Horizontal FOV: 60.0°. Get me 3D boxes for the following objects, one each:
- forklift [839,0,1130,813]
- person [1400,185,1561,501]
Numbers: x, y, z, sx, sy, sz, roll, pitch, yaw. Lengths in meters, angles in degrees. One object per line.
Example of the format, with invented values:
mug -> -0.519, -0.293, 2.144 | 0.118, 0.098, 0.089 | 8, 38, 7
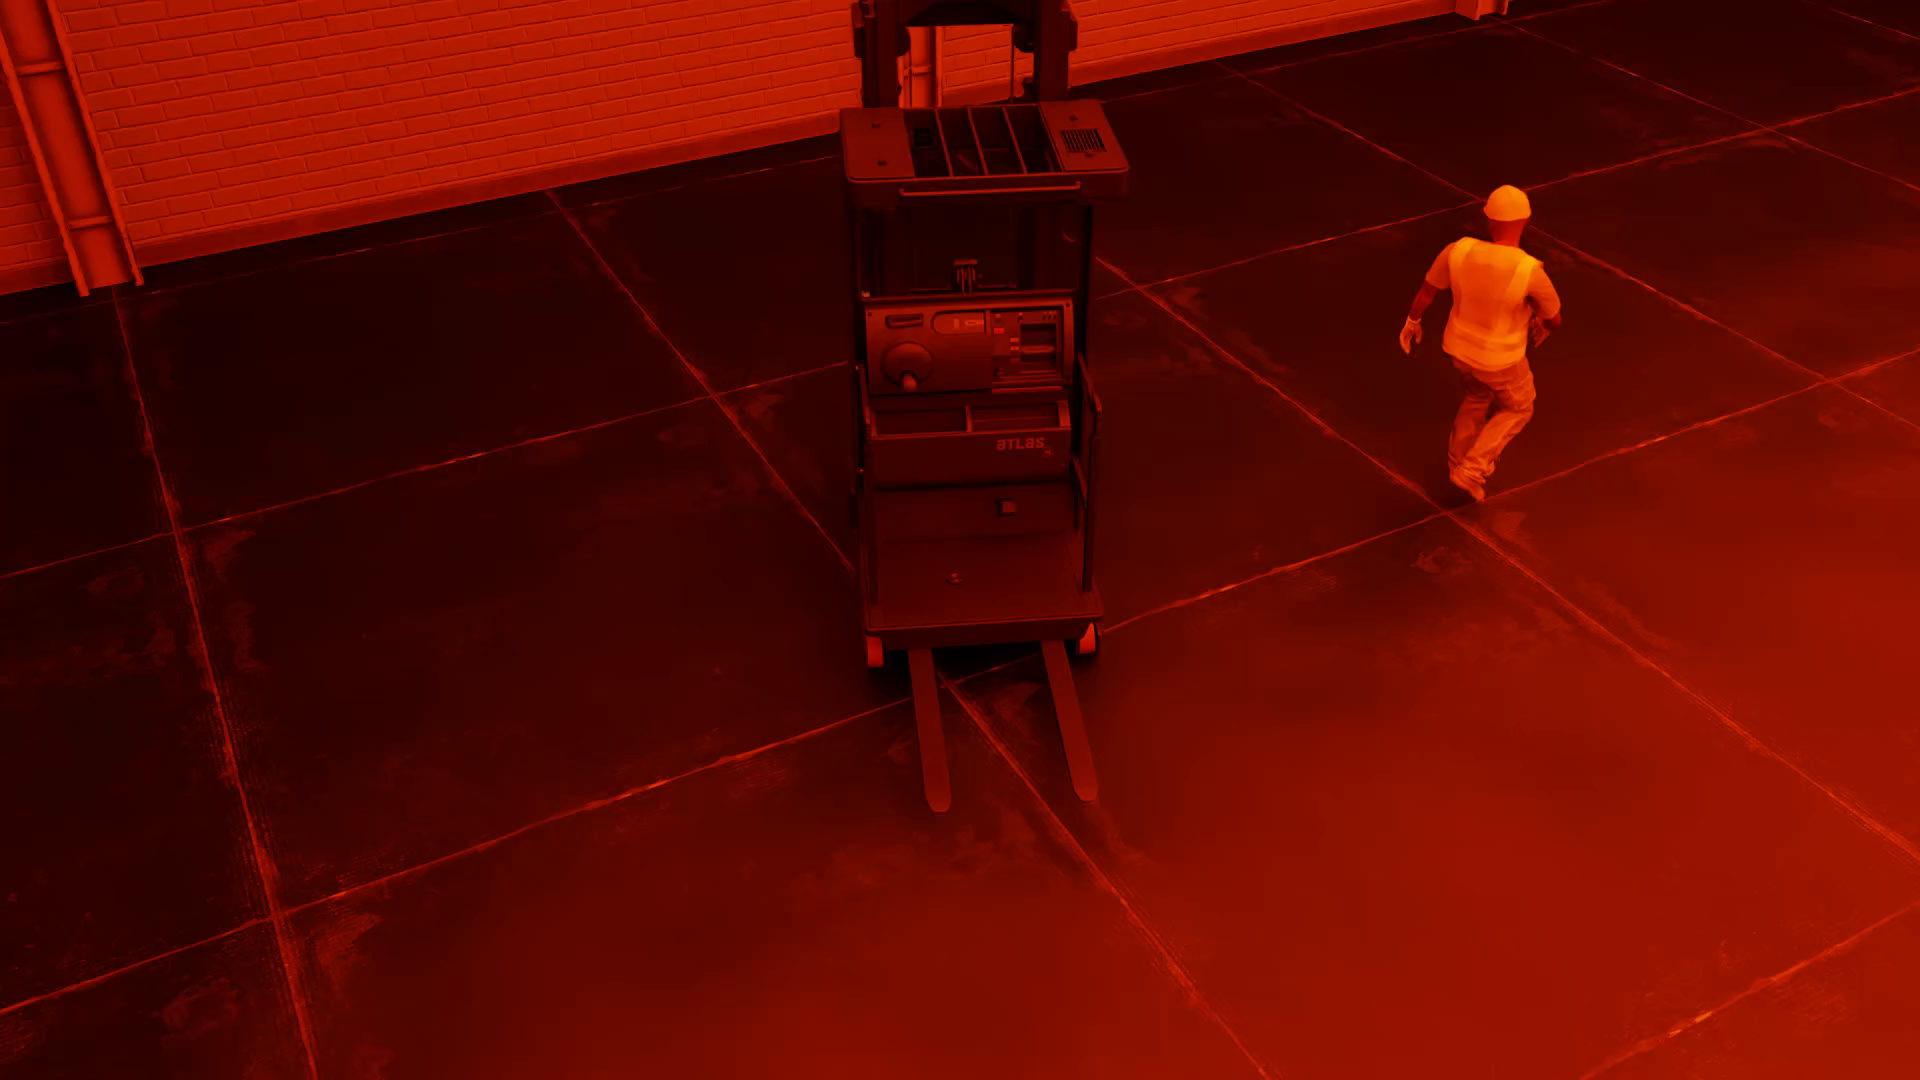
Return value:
forklift -> 0.069, -0.803, 7.260 | 1.130, 2.935, 3.031 | -3, 35, -5
person -> 2.721, -1.027, 8.618 | 0.582, 1.731, 0.747 | -23, 41, -29
